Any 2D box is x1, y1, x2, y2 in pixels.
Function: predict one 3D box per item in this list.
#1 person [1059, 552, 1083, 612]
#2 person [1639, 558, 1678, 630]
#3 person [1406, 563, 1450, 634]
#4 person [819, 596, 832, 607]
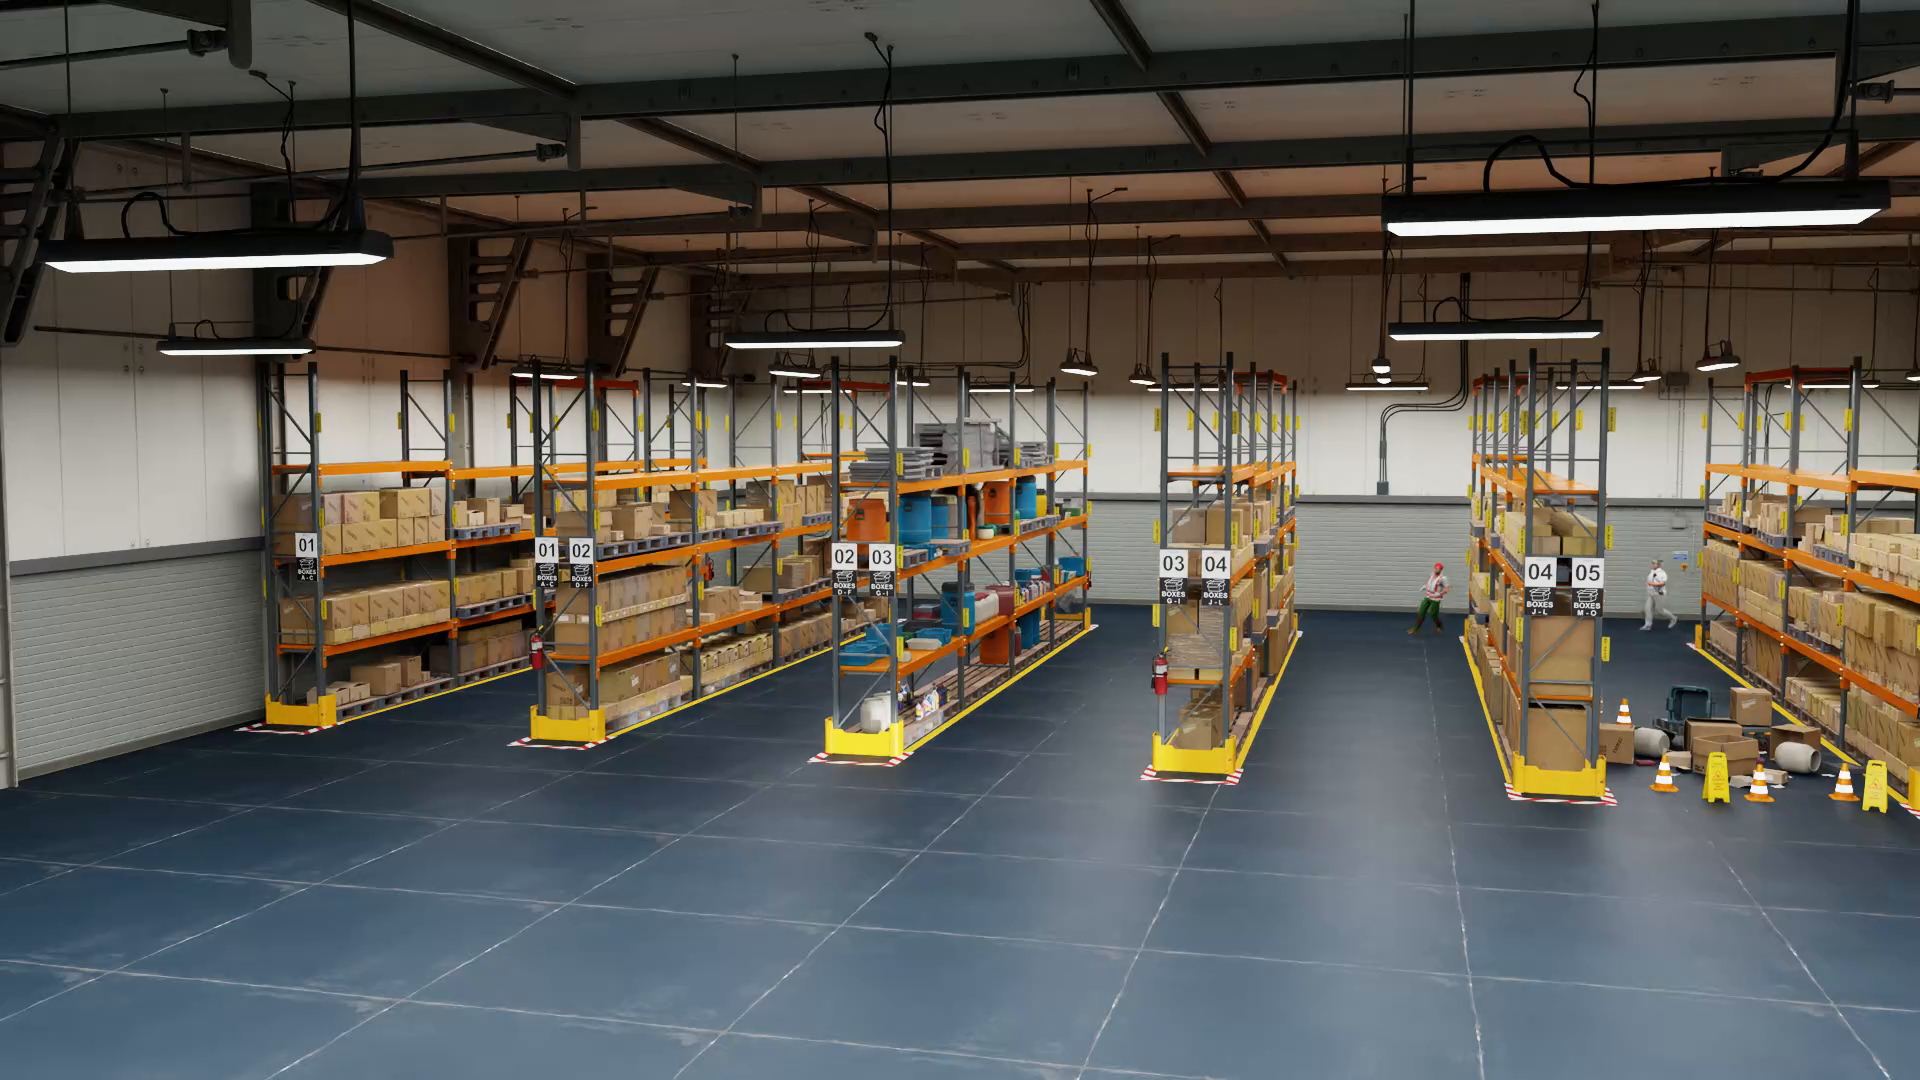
[{"bbox_3d":[2.957,1.106,44.075,0.605,1.621,0.566,-3,5,-34],"label":"person"},{"bbox_3d":[16.763,1.296,39.925,0.933,1.759,0.667,-1,4,-9],"label":"person"},{"bbox_3d":[11.128,1.372,39.160,0.844,1.719,0.888,-2,5,-28],"label":"person"},{"bbox_3d":[-3.384,1.163,43.456,0.680,1.562,0.529,1,4,16],"label":"person"}]
